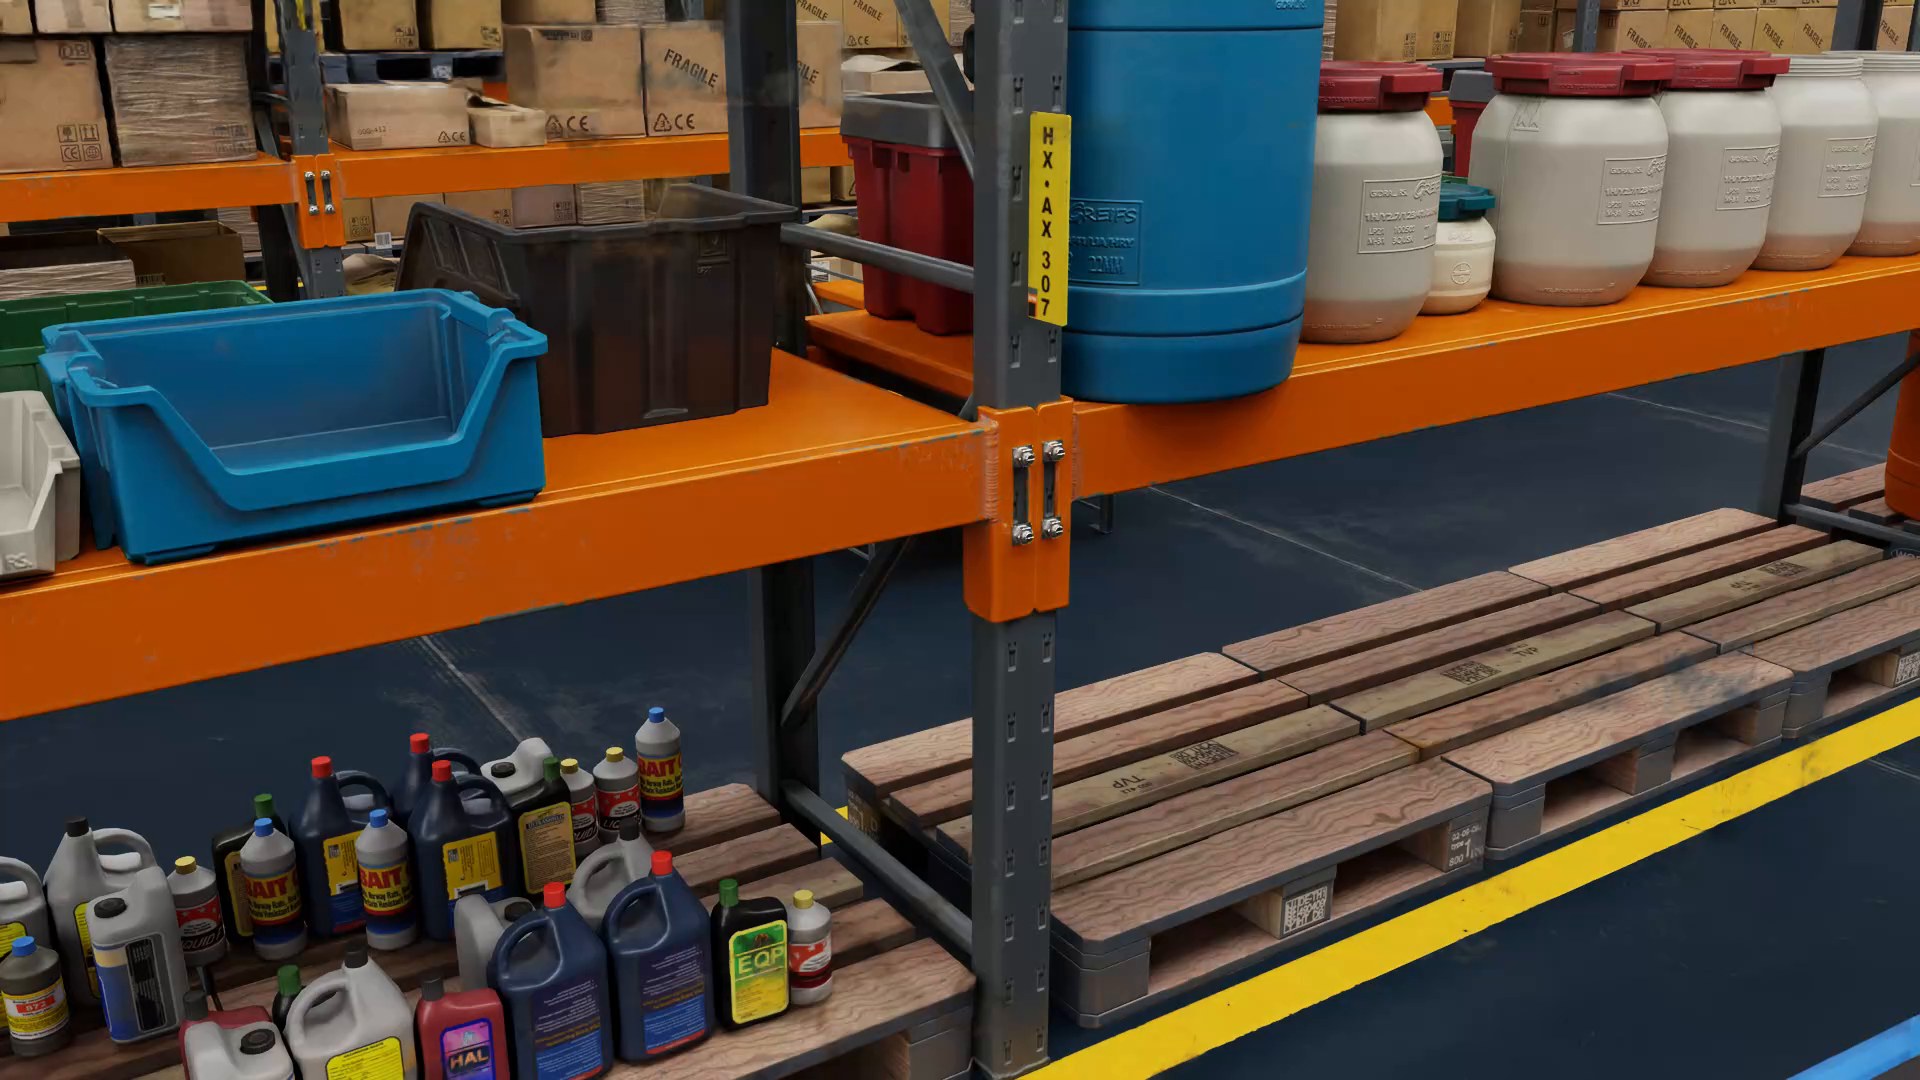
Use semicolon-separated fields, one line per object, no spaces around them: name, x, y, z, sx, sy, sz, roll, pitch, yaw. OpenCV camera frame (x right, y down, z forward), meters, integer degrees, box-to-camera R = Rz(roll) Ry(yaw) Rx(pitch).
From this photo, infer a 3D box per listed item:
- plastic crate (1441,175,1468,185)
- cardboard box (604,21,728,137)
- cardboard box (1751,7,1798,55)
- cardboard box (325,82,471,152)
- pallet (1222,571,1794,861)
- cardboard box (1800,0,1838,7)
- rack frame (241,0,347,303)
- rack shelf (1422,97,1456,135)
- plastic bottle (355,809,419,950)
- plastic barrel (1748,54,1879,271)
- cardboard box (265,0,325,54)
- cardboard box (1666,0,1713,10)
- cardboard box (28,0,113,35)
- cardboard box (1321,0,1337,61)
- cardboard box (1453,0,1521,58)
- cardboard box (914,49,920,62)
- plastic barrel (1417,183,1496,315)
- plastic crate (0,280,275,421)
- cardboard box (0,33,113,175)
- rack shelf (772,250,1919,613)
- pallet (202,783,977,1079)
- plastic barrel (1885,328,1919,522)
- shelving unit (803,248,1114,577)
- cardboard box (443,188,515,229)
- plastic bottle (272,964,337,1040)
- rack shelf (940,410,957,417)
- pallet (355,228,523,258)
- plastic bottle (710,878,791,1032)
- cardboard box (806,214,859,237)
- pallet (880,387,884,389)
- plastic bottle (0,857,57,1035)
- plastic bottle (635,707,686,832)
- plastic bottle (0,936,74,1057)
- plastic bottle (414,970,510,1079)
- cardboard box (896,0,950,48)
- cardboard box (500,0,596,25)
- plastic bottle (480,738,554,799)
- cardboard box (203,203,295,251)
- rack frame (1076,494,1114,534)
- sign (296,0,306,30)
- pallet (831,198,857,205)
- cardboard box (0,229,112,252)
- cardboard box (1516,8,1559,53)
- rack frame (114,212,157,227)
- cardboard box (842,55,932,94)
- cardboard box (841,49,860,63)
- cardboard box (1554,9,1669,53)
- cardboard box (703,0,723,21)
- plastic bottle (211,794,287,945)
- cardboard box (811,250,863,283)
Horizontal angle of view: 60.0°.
plastic crate;1.146;-0.806;4.276;0.662;0.188;0.450;-12;22;-31
cardboard box;-1.366;-2.209;7.939;0.500;0.500;0.500;-12;22;-31
cardboard box;5.651;-3.592;12.029;0.500;0.500;0.500;-12;22;-32
cardboard box;-2.487;-1.877;7.348;0.500;0.250;0.500;-10;21;-28
pallet;1.501;0.432;4.638;1.213;0.211;1.003;-12;22;-31
cardboard box;6.075;-4.151;12.122;0.500;0.500;0.500;-11;22;-30
rack frame;-2.874;-1.850;7.033;0.127;3.000;1.000;-12;22;-31
rack shelf;2.137;-2.566;10.274;4.000;0.370;1.077;-12;22;-31
plastic bottle;-1.110;0.649;3.215;0.097;0.271;0.097;0;19;0
plastic barrel;2.094;-0.969;4.254;0.421;0.512;0.421;0;19;0
cardboard box;-4.687;-3.607;11.387;0.500;0.500;0.700;-9;21;-26
cardboard box;4.786;-3.879;11.317;0.500;0.500;0.500;-13;22;-33
cardboard box;-3.409;-2.009;6.336;0.250;0.149;0.380;-13;22;-33
cardboard box;1.799;-3.052;9.776;0.500;0.500;0.700;-8;20;-21
cardboard box;3.288;-3.482;11.048;0.700;0.500;0.500;14;23;35
cardboard box;-0.360;-4.083;13.999;0.250;0.149;0.380;-11;22;-30
plastic barrel;1.037;-0.651;3.702;0.301;0.262;0.301;0;19;0
plastic crate;-1.442;-0.260;2.662;0.662;0.188;0.450;-12;22;-31
cardboard box;-3.678;-1.723;6.501;0.500;0.500;0.700;-12;22;-32
rack shelf;1.517;-0.536;4.269;4.000;0.370;1.077;-12;22;-31
pallet;-0.737;0.904;3.242;1.213;0.211;1.003;-12;22;-31
plastic barrel;3.587;-0.490;5.745;0.708;0.830;0.600;-12;22;-31
shelving unit;0.006;-0.534;6.068;1.048;1.125;0.538;-12;22;-31
cardboard box;-3.727;-2.607;12.490;0.500;0.500;0.700;-12;22;-32
plastic bottle;-1.040;0.812;2.712;0.133;0.283;0.061;-12;22;-31
rack shelf;0.006;-0.302;6.146;1.000;0.278;0.538;-12;22;-31
pallet;-3.933;-2.207;12.443;1.213;0.211;1.003;-12;22;-31
plastic bottle;-0.374;0.727;2.965;0.133;0.283;0.061;-11;21;-29
cardboard box;-0.567;-1.608;9.079;0.500;0.311;0.500;-13;22;-33
pallet;-0.243;-1.099;9.165;1.213;0.211;1.003;-12;22;-31
plastic bottle;-1.724;0.694;2.957;0.185;0.351;0.144;-11;22;-29
plastic bottle;-0.660;0.499;3.659;0.097;0.271;0.097;0;19;0
plastic bottle;-1.621;0.790;2.908;0.097;0.201;0.097;0;19;0
plastic bottle;-0.806;0.818;2.695;0.133;0.283;0.061;-10;21;-28
cardboard box;-0.427;-4.364;13.819;0.500;0.500;0.500;-11;22;-30
cardboard box;-3.100;-3.943;12.382;0.500;0.500;0.700;-14;23;-36
plastic bottle;-0.915;0.561;3.468;0.135;0.276;0.152;-11;22;-29
cardboard box;-4.996;-2.333;11.677;0.500;0.500;0.700;-11;22;-30
rack frame;0.430;-0.624;6.333;0.032;1.125;0.500;-12;22;-31
sign;-2.568;-2.149;6.443;0.005;0.325;0.100;-12;22;-31
pallet;-0.543;-2.890;14.464;1.213;0.211;1.003;-12;22;-31
cardboard box;-3.847;-1.013;7.025;0.500;0.500;0.500;-12;22;-31
cardboard box;4.083;-3.463;11.648;0.500;0.500;0.500;-11;22;-31
rack frame;-5.602;-3.174;10.950;0.127;3.000;1.000;-12;22;-31
cardboard box;-0.387;-2.406;8.818;0.500;0.311;0.500;-12;22;-32
cardboard box;-1.021;-3.957;13.626;0.250;0.149;0.380;-11;22;-30
cardboard box;4.383;-3.323;11.235;0.500;0.500;0.500;-11;22;-30
cardboard box;-1.715;-4.094;13.018;0.500;0.500;0.500;-11;22;-30
plastic bottle;-1.374;0.637;3.233;0.133;0.283;0.061;-11;21;-29
cardboard box;-0.689;-1.377;8.396;0.500;0.311;0.500;-12;22;-32
